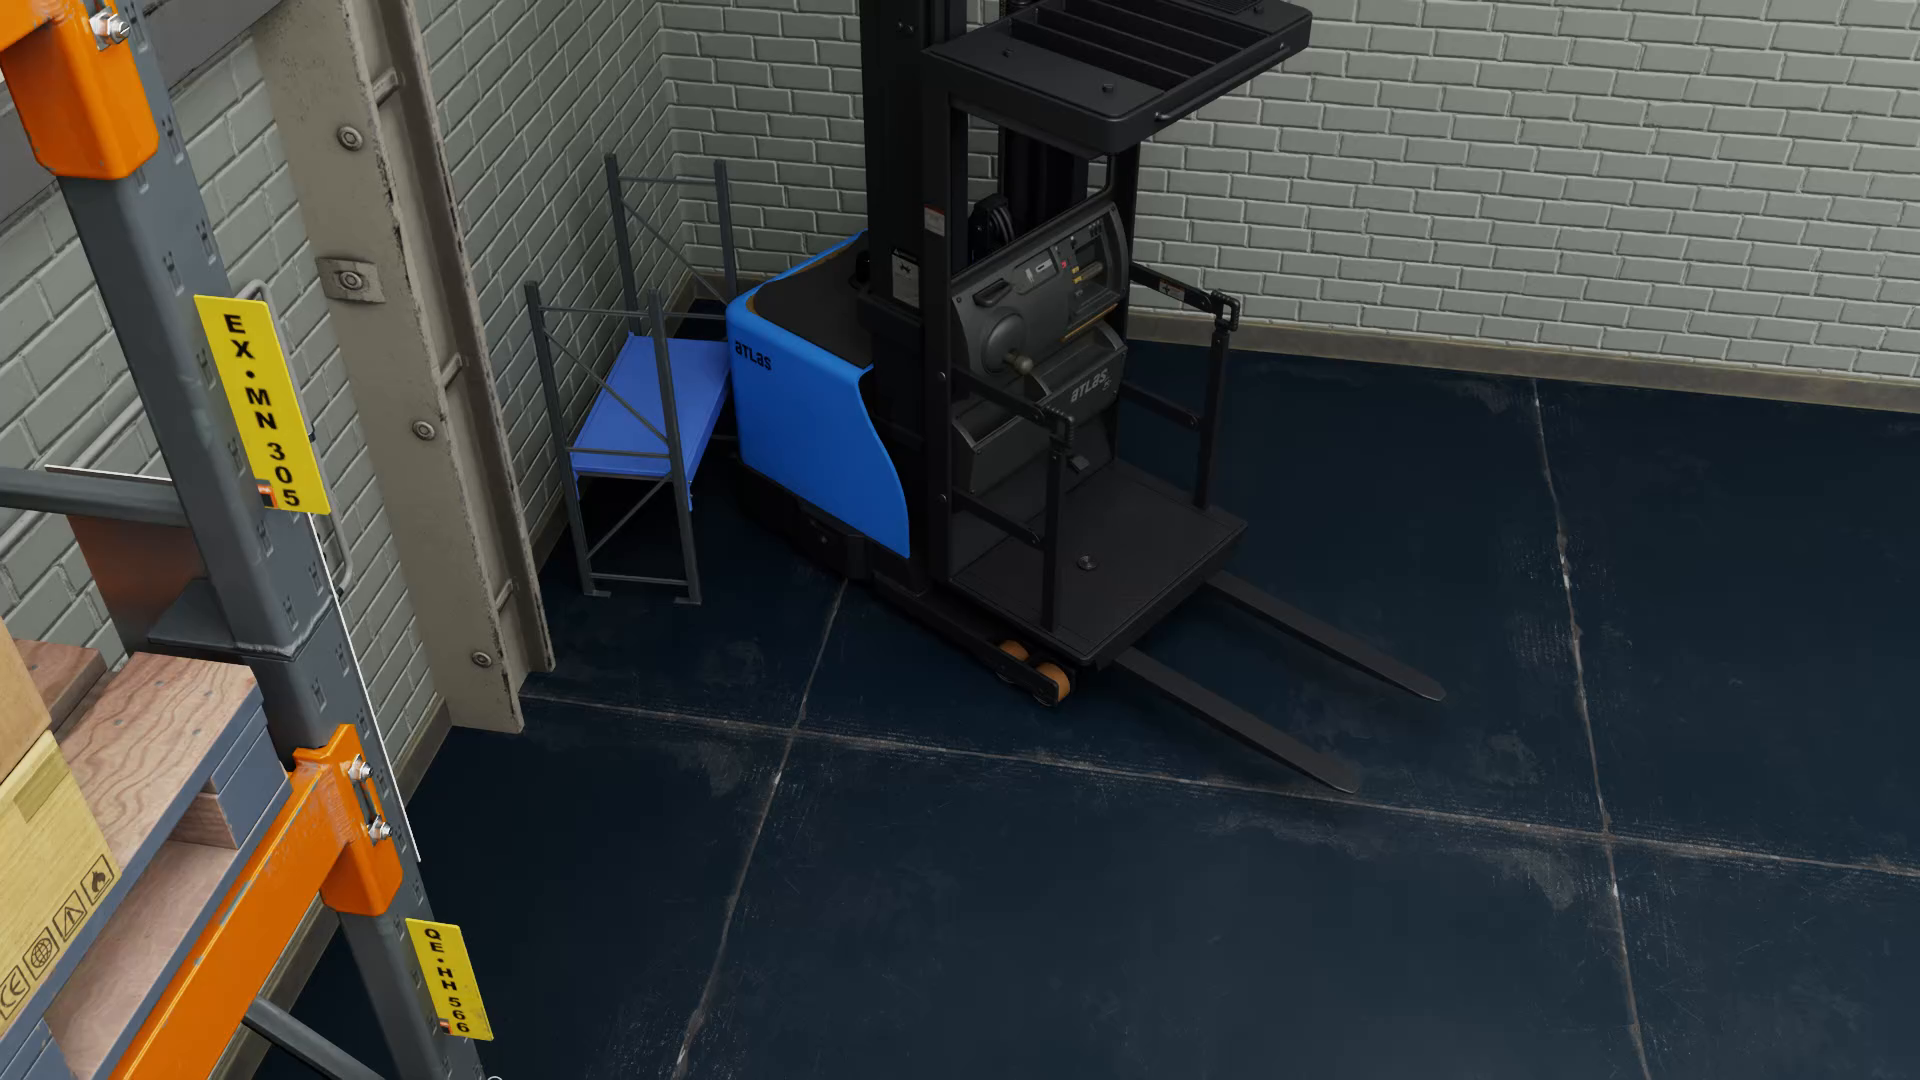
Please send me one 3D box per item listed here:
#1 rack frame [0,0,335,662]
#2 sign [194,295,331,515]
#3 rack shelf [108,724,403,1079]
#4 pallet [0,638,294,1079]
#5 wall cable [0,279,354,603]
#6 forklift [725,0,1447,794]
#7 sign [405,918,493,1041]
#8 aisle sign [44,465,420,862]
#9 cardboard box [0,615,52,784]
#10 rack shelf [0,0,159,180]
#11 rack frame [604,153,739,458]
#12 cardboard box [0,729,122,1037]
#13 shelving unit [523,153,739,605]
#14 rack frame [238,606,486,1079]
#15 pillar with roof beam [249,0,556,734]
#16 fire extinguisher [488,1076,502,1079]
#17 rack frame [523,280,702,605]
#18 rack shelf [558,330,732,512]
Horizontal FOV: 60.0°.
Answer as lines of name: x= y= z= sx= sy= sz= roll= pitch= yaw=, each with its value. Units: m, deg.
rack frame: x=-1.416 y=-1.079 z=1.493 sx=1.000 sy=3.000 sz=0.127 roll=6 pitch=40 yaw=8
sign: x=-0.884 y=-0.165 z=2.109 sx=0.100 sy=0.325 sz=0.005 roll=6 pitch=40 yaw=8
rack shelf: x=-1.762 y=1.609 z=1.160 sx=1.077 sy=0.370 sz=4.000 roll=6 pitch=40 yaw=8
pallet: x=-1.534 y=0.578 z=1.913 sx=1.003 sy=0.211 sz=1.213 roll=6 pitch=40 yaw=8
wall cable: x=-2.126 y=-0.067 z=4.179 sx=0.084 sy=1.984 sz=1.851 roll=6 pitch=40 yaw=8
forklift: x=0.466 y=-0.867 z=5.998 sx=3.031 sy=2.935 sz=1.130 roll=29 pitch=48 yaw=31
sign: x=-0.884 y=0.764 z=2.877 sx=0.100 sy=0.325 sz=0.005 roll=6 pitch=40 yaw=8
aisle sign: x=-1.108 y=0.219 z=2.591 sx=0.394 sy=0.787 sz=0.004 roll=6 pitch=40 yaw=8
cardboard box: x=-1.274 y=0.135 z=1.500 sx=0.500 sy=0.500 sz=0.500 roll=6 pitch=40 yaw=8
rack shelf: x=-1.762 y=0.607 z=0.332 sx=1.077 sy=0.370 sz=4.000 roll=6 pitch=40 yaw=8
rack frame: x=-1.204 y=-0.979 z=7.256 sx=0.500 sy=1.500 sz=0.032 roll=4 pitch=40 yaw=5
cardboard box: x=-1.281 y=0.423 z=1.740 sx=0.500 sy=0.250 sz=0.500 roll=8 pitch=40 yaw=9
shelving unit: x=-1.266 y=-0.657 z=6.867 sx=0.538 sy=1.500 sz=1.048 roll=4 pitch=40 yaw=5
rack frame: x=-1.416 y=1.233 z=3.405 sx=1.000 sy=3.000 sz=0.127 roll=6 pitch=40 yaw=8
pillar with roof beam: x=2.439 y=-2.394 z=3.084 sx=9.100 sy=9.000 sz=0.400 roll=6 pitch=40 yaw=8
fire extinguisher: x=-0.936 y=1.363 z=3.601 sx=0.296 sy=0.674 sz=0.183 roll=6 pitch=40 yaw=8
rack frame: x=-1.328 y=-0.336 z=6.479 sx=0.500 sy=1.500 sz=0.032 roll=4 pitch=40 yaw=5
rack shelf: x=-1.266 y=-0.519 z=6.982 sx=0.538 sy=0.185 sz=1.000 roll=4 pitch=40 yaw=5
